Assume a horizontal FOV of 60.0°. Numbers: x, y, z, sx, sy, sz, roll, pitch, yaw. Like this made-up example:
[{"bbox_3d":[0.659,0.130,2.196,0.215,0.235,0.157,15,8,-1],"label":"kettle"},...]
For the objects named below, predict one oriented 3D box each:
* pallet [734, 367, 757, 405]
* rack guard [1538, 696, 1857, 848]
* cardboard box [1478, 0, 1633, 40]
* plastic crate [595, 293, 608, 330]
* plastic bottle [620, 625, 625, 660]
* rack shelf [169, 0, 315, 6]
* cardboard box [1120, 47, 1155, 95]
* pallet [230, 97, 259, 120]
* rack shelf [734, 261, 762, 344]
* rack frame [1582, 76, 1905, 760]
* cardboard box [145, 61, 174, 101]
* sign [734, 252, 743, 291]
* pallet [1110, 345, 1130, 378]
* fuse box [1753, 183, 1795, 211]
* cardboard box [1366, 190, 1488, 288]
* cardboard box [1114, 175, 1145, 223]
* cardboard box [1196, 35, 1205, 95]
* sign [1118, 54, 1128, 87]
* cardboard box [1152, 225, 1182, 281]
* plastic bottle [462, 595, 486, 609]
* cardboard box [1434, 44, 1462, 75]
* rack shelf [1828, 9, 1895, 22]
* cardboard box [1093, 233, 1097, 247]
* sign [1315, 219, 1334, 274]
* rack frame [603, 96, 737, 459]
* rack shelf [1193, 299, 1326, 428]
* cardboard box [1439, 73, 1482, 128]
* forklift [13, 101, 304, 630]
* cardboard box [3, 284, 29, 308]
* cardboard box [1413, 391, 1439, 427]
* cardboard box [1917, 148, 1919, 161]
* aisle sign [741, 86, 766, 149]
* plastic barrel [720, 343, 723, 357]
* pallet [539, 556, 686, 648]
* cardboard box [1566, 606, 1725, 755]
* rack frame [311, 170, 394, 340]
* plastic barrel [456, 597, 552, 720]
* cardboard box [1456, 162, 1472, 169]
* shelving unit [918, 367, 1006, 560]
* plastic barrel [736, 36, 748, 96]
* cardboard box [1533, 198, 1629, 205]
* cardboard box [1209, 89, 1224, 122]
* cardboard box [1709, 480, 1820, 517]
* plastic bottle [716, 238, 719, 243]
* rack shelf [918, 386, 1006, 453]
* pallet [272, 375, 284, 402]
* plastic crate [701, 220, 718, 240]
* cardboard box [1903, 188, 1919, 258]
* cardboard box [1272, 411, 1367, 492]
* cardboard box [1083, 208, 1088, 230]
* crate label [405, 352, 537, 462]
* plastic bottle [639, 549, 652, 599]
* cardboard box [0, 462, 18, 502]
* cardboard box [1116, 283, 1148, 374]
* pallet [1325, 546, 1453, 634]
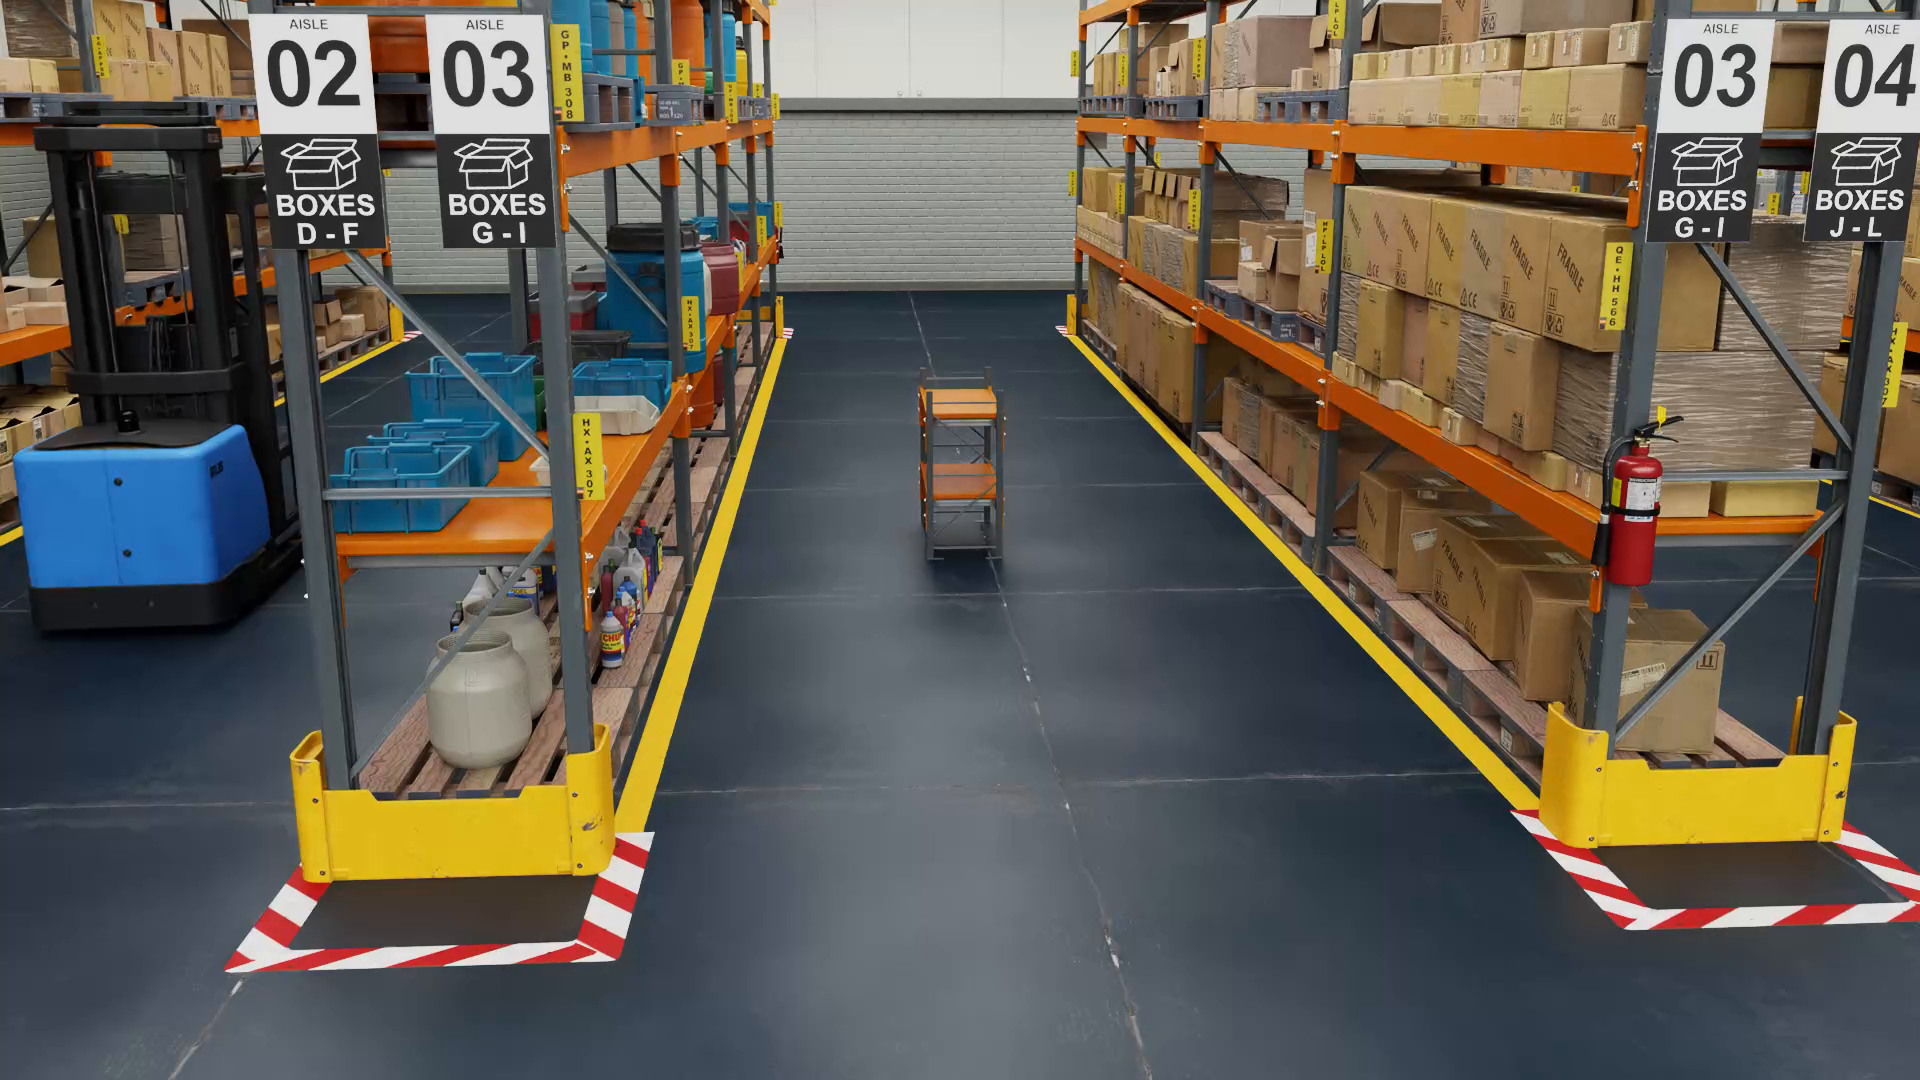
[{"bbox_3d":[-2.659,-1.608,17.352,1.003,0.211,1.213,-1,14,-3],"label":"pallet"},{"bbox_3d":[3.017,0.949,6.836,1.175,0.500,0.348,-1,14,-3],"label":"rack guard"},{"bbox_3d":[2.673,-2.512,7.448,0.500,0.500,0.500,-1,14,-3],"label":"cardboard box"},{"bbox_3d":[-2.548,-1.423,11.070,0.392,0.384,0.575,-1,14,-3],"label":"plastic crate"},{"bbox_3d":[-1.729,0.494,8.319,0.097,0.201,0.097,0,14,0],"label":"plastic bottle"},{"bbox_3d":[-7.733,-6.128,18.735,1.077,0.370,4.000,-1,14,-3],"label":"rack shelf"},{"bbox_3d":[2.170,-5.174,18.352,0.700,0.500,0.500,-2,15,-7],"label":"cardboard box"},{"bbox_3d":[-7.639,-4.274,16.474,1.213,0.211,1.003,-1,14,-3],"label":"pallet"},{"bbox_3d":[-2.541,-2.305,15.909,1.077,0.370,4.000,-1,14,-3],"label":"rack shelf"},{"bbox_3d":[3.022,-0.243,6.451,1.000,3.000,0.127,-1,14,-3],"label":"rack frame"},{"bbox_3d":[-7.486,-3.946,14.622,0.910,0.500,0.500,-1,14,-3],"label":"cardboard box"},{"bbox_3d":[-1.869,-2.245,13.906,0.100,0.325,0.005,-1,14,-3],"label":"sign"},{"bbox_3d":[2.309,-2.067,19.137,1.003,0.211,1.213,-1,14,-3],"label":"pallet"},{"bbox_3d":[13.654,-5.149,28.106,0.539,1.711,0.414,-1,14,-3],"label":"fuse box"},{"bbox_3d":[2.581,-1.674,9.210,0.500,0.500,0.500,-1,14,-3],"label":"cardboard box"},{"bbox_3d":[1.983,-3.772,18.366,0.500,0.500,0.500,0,14,-2],"label":"cardboard box"},{"bbox_3d":[2.416,-4.089,14.330,0.797,0.503,0.637,0,14,0],"label":"cardboard box"},{"bbox_3d":[1.724,-4.960,17.567,0.100,0.325,0.005,-1,14,-3],"label":"sign"},{"bbox_3d":[2.157,-2.780,16.109,0.500,0.500,0.500,-1,14,-2],"label":"cardboard box"},{"bbox_3d":[-2.461,0.426,8.432,0.152,0.276,0.135,-1,14,-3],"label":"plastic bottle"},{"bbox_3d":[2.605,-2.402,8.322,0.380,0.149,0.250,-1,14,-5],"label":"cardboard box"},{"bbox_3d":[12.045,-6.241,19.970,1.077,0.370,4.000,-1,14,-3],"label":"rack shelf"},{"bbox_3d":[1.820,-3.625,20.098,0.380,0.149,0.250,-1,14,-5],"label":"cardboard box"},{"bbox_3d":[2.220,-1.789,10.136,0.100,0.325,0.005,-1,14,-3],"label":"sign"},{"bbox_3d":[-2.417,-2.156,13.886,1.000,3.000,0.127,-1,14,-3],"label":"rack frame"},{"bbox_3d":[2.650,-1.387,12.340,1.077,0.370,4.000,-1,14,-3],"label":"rack shelf"},{"bbox_3d":[2.645,-2.116,8.011,0.500,0.250,0.500,-1,14,-4],"label":"cardboard box"},{"bbox_3d":[-4.842,-1.234,10.440,1.130,2.935,3.031,-2,15,-6],"label":"forklift"},{"bbox_3d":[-7.499,-1.812,12.728,0.500,0.311,0.500,-1,14,-4],"label":"cardboard box"},{"bbox_3d":[2.593,-0.685,8.674,0.380,0.149,0.250,-1,14,-3],"label":"cardboard box"},{"bbox_3d":[11.786,-4.679,20.181,0.380,0.149,0.250,-1,14,-3],"label":"cardboard box"},{"bbox_3d":[-2.625,-5.427,21.382,0.394,0.787,0.004,-1,14,-3],"label":"aisle sign"},{"bbox_3d":[-2.605,-2.026,16.751,0.600,0.901,0.708,-1,14,-3],"label":"plastic barrel"},{"bbox_3d":[-2.170,0.357,9.716,1.003,0.211,1.213,-1,14,-3],"label":"pallet"},{"bbox_3d":[3.000,0.609,7.315,0.500,0.500,0.500,2,15,7],"label":"cardboard box"},{"bbox_3d":[-7.857,-4.070,21.326,1.000,3.000,0.127,-1,14,-3],"label":"rack frame"},{"bbox_3d":[-2.070,0.548,7.527,0.421,0.512,0.421,0,14,0],"label":"plastic barrel"},{"bbox_3d":[6.750,-4.835,21.492,0.500,0.500,0.500,-1,14,-4],"label":"cardboard box"},{"bbox_3d":[0.000,-0.546,11.393,0.538,1.125,1.048,-1,14,-3],"label":"shelving unit"},{"bbox_3d":[-2.406,-4.674,16.433,0.600,0.588,0.600,0,14,0],"label":"plastic barrel"},{"bbox_3d":[3.166,-1.434,8.275,0.500,0.500,0.500,-1,14,-3],"label":"cardboard box"},{"bbox_3d":[2.301,-3.492,13.359,0.500,0.250,0.500,-1,14,-2],"label":"cardboard box"},{"bbox_3d":[3.242,-0.196,6.772,0.380,0.149,0.250,-1,14,-3],"label":"cardboard box"},{"bbox_3d":[-2.414,-2.855,16.703,0.144,0.351,0.185,-1,14,-3],"label":"plastic bottle"},{"bbox_3d":[0.000,-0.830,11.320,0.538,0.278,1.000,-1,14,-3],"label":"rack shelf"},{"bbox_3d":[-7.521,-1.523,17.023,1.003,0.211,1.213,-1,14,-3],"label":"pallet"},{"bbox_3d":[-3.186,-3.863,20.738,0.416,0.233,0.300,-1,14,-3],"label":"plastic crate"},{"bbox_3d":[7.567,-2.452,12.827,0.700,0.500,0.500,-1,14,-4],"label":"cardboard box"},{"bbox_3d":[2.712,-0.651,12.172,0.700,0.500,0.500,-2,15,-8],"label":"cardboard box"},{"bbox_3d":[1.829,-4.041,20.916,0.500,0.250,0.500,-1,14,-4],"label":"cardboard box"},{"bbox_3d":[-2.306,-0.637,7.912,0.502,0.435,0.616,-1,14,-3],"label":"crate label"},{"bbox_3d":[-1.778,0.184,9.358,0.061,0.283,0.133,0,14,0],"label":"plastic bottle"},{"bbox_3d":[-6.987,-0.444,11.908,0.500,0.250,0.500,-1,14,-2],"label":"cardboard box"},{"bbox_3d":[2.338,-2.243,17.645,1.225,0.875,0.875,-1,14,-3],"label":"cardboard box"},{"bbox_3d":[2.851,0.279,10.018,1.003,0.211,1.213,-1,14,-3],"label":"pallet"}]
